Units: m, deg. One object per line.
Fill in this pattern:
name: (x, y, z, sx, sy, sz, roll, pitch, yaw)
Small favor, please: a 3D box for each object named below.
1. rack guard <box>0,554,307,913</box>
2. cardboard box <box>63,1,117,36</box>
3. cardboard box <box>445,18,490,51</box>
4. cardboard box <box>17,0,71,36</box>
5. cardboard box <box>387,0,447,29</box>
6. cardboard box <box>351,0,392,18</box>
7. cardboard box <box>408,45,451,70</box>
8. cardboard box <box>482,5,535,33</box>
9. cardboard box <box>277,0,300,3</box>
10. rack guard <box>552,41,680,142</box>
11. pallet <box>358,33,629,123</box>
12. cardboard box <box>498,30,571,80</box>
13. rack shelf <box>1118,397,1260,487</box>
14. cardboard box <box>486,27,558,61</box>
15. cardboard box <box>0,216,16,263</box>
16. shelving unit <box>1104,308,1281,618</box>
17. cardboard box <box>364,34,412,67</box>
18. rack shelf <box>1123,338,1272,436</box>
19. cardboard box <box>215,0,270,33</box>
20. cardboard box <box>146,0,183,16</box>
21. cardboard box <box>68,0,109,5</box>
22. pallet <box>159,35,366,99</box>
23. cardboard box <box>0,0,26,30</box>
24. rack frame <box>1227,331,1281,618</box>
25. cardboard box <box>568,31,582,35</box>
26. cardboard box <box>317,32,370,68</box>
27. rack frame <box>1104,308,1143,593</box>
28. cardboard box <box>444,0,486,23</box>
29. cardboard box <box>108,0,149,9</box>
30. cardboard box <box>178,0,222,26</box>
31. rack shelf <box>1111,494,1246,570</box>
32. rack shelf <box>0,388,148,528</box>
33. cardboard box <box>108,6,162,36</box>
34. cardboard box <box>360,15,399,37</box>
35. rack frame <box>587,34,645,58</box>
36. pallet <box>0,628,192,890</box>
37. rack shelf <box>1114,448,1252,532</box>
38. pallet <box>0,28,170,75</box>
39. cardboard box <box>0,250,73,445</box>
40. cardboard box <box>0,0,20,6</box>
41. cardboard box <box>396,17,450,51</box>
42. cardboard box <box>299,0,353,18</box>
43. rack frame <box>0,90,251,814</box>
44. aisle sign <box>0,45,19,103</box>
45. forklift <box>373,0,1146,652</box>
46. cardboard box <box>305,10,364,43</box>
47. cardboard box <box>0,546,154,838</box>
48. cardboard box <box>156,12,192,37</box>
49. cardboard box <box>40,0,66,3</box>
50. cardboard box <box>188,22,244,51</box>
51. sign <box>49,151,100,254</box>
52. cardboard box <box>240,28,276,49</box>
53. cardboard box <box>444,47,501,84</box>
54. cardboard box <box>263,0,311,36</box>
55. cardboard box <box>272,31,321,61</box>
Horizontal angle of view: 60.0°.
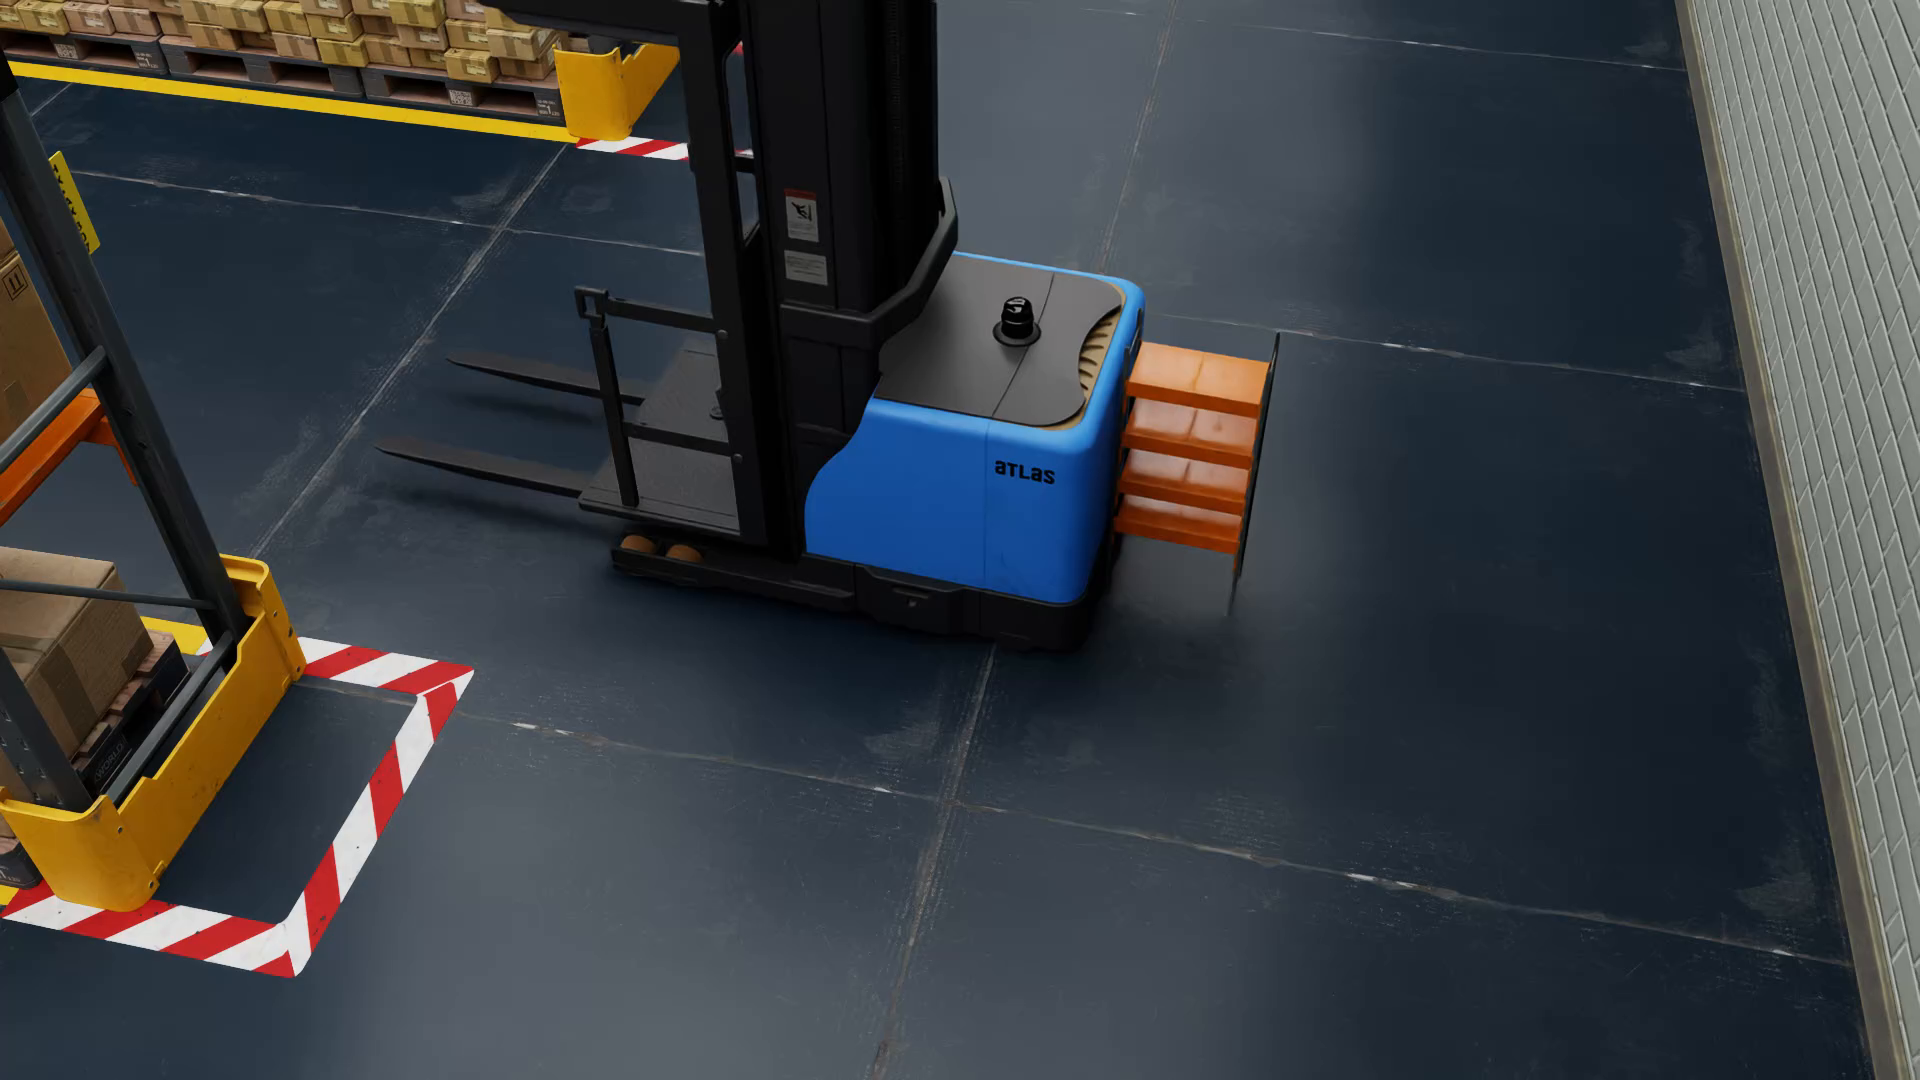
rack guard: (-2.741, 0.634, 5.731, 0.348, 0.500, 1.175, 9, 45, 9)
cardboard box: (-4.886, -3.050, 9.509, 0.250, 0.149, 0.380, 9, 45, 9)
cardboard box: (-2.602, -2.830, 9.065, 0.250, 0.149, 0.380, 8, 44, 8)
cardboard box: (-5.140, -3.052, 9.511, 0.250, 0.149, 0.380, 10, 45, 10)
cardboard box: (-2.867, -2.913, 8.937, 0.250, 0.149, 0.380, 8, 44, 8)
cardboard box: (-3.106, -2.995, 9.022, 0.250, 0.149, 0.380, 7, 44, 7)
cardboard box: (-2.853, -2.767, 9.215, 0.250, 0.149, 0.380, 9, 45, 9)
cardboard box: (-2.354, -2.883, 8.906, 0.250, 0.149, 0.380, 9, 45, 10)
cardboard box: (-3.613, -3.113, 9.145, 0.250, 0.149, 0.380, 7, 44, 8)
rack guard: (-1.856, -2.746, 9.243, 0.348, 0.500, 1.175, 9, 45, 9)
pallet: (-2.641, -2.789, 9.496, 1.213, 0.211, 1.003, 9, 45, 9)
cardboard box: (-2.341, -2.698, 9.143, 0.250, 0.149, 0.380, 10, 45, 10)
rack shelf: (0.841, -0.373, 6.046, 0.480, 0.148, 0.258, 11, 45, 12)
cardboard box: (-2.359, -2.754, 8.986, 0.250, 0.149, 0.380, 8, 44, 8)
cardboard box: (-3.170, -0.932, 4.762, 0.500, 0.500, 0.500, 8, 44, 8)
shelving unit: (0.841, -0.260, 6.155, 0.503, 1.200, 0.258, 11, 45, 12)
cardboard box: (-3.097, -2.795, 9.244, 0.250, 0.149, 0.380, 9, 45, 9)
rack shelf: (0.841, -0.543, 5.882, 0.480, 0.148, 0.258, 11, 45, 12)
cardboard box: (-3.896, -2.975, 9.216, 0.250, 0.149, 0.380, 9, 45, 9)
cardboard box: (-4.363, -3.111, 9.357, 0.250, 0.149, 0.380, 11, 45, 11)
cardboard box: (-4.889, -3.211, 9.461, 0.250, 0.149, 0.380, 9, 45, 9)
pallet: (-3.828, -2.975, 9.689, 1.213, 0.211, 1.003, 9, 45, 9)
cardboard box: (-5.400, -3.093, 9.553, 0.250, 0.149, 0.380, 7, 44, 7)
rack frame: (1.075, -0.213, 6.106, 0.015, 1.200, 0.240, 11, 45, 12)
cardboard box: (-2.223, -3.056, 9.515, 0.250, 0.149, 0.380, 10, 45, 10)
cardboard box: (-3.359, -2.792, 9.240, 0.250, 0.149, 0.380, 7, 44, 7)
rack frame: (0.606, -0.307, 6.204, 0.015, 1.200, 0.240, 11, 45, 12)
cardboard box: (-2.586, -2.960, 8.986, 0.250, 0.149, 0.380, 10, 45, 10)
cardboard box: (-4.626, -3.168, 9.417, 0.250, 0.149, 0.380, 7, 44, 7)
cardboard box: (-4.131, -3.029, 9.273, 0.250, 0.149, 0.380, 9, 45, 9)
rack shelf: (0.841, -0.069, 6.339, 0.480, 0.148, 0.258, 11, 45, 12)
rack shelf: (-4.716, -0.314, 5.432, 4.000, 0.370, 1.077, 9, 45, 9)
cardboard box: (-4.628, -3.045, 9.504, 0.250, 0.149, 0.380, 8, 44, 8)
cardboard box: (-3.106, -2.941, 9.181, 0.250, 0.149, 0.380, 8, 45, 9)
rack frame: (-1.782, -3.635, 8.364, 0.127, 3.000, 1.000, 9, 45, 9)
pallet: (-3.561, 0.666, 5.906, 1.213, 0.211, 1.003, 9, 45, 9)
rack shelf: (0.841, -0.212, 6.202, 0.480, 0.148, 0.258, 11, 45, 12)
pallet: (-5.022, -3.159, 9.880, 1.213, 0.211, 1.003, 9, 45, 9)
cardboard box: (-3.170, -0.573, 5.110, 0.500, 0.500, 0.500, 9, 45, 9)
cardboard box: (-5.401, -3.201, 9.451, 0.250, 0.149, 0.380, 11, 45, 11)
cardboard box: (-2.867, -2.831, 9.067, 0.250, 0.149, 0.380, 7, 44, 7)
cardboard box: (-3.380, -2.998, 9.026, 0.250, 0.149, 0.380, 10, 45, 11)
rack frame: (-2.764, -0.270, 4.868, 0.127, 3.000, 1.000, 9, 45, 9)
aisle sign: (-2.631, -1.392, 4.159, 0.004, 0.787, 0.394, 9, 45, 9)
forklift: (-0.868, -1.213, 5.897, 3.031, 2.935, 1.130, 11, 45, 12)
cardboard box: (-3.375, -2.901, 9.139, 0.250, 0.149, 0.380, 9, 45, 10)
cardboard box: (-3.430, 0.469, 5.644, 0.875, 0.438, 0.875, 7, 44, 8)
cardboard box: (-4.358, -3.028, 9.486, 0.250, 0.149, 0.380, 7, 44, 7)
cardboard box: (-5.135, -3.223, 9.474, 0.250, 0.149, 0.380, 9, 45, 9)
cardboard box: (-4.125, -2.924, 9.378, 0.250, 0.149, 0.380, 8, 44, 8)
sign: (-2.637, -0.985, 4.929, 0.005, 0.325, 0.100, 9, 45, 9)
cardboard box: (-3.852, -2.936, 9.390, 0.250, 0.149, 0.380, 10, 45, 10)
cardboard box: (-2.614, -2.669, 9.112, 0.250, 0.149, 0.380, 10, 45, 10)
cardboard box: (-3.621, -2.952, 9.193, 0.250, 0.149, 0.380, 11, 45, 11)
cardboard box: (-3.622, -2.847, 9.297, 0.250, 0.149, 0.380, 10, 45, 10)
